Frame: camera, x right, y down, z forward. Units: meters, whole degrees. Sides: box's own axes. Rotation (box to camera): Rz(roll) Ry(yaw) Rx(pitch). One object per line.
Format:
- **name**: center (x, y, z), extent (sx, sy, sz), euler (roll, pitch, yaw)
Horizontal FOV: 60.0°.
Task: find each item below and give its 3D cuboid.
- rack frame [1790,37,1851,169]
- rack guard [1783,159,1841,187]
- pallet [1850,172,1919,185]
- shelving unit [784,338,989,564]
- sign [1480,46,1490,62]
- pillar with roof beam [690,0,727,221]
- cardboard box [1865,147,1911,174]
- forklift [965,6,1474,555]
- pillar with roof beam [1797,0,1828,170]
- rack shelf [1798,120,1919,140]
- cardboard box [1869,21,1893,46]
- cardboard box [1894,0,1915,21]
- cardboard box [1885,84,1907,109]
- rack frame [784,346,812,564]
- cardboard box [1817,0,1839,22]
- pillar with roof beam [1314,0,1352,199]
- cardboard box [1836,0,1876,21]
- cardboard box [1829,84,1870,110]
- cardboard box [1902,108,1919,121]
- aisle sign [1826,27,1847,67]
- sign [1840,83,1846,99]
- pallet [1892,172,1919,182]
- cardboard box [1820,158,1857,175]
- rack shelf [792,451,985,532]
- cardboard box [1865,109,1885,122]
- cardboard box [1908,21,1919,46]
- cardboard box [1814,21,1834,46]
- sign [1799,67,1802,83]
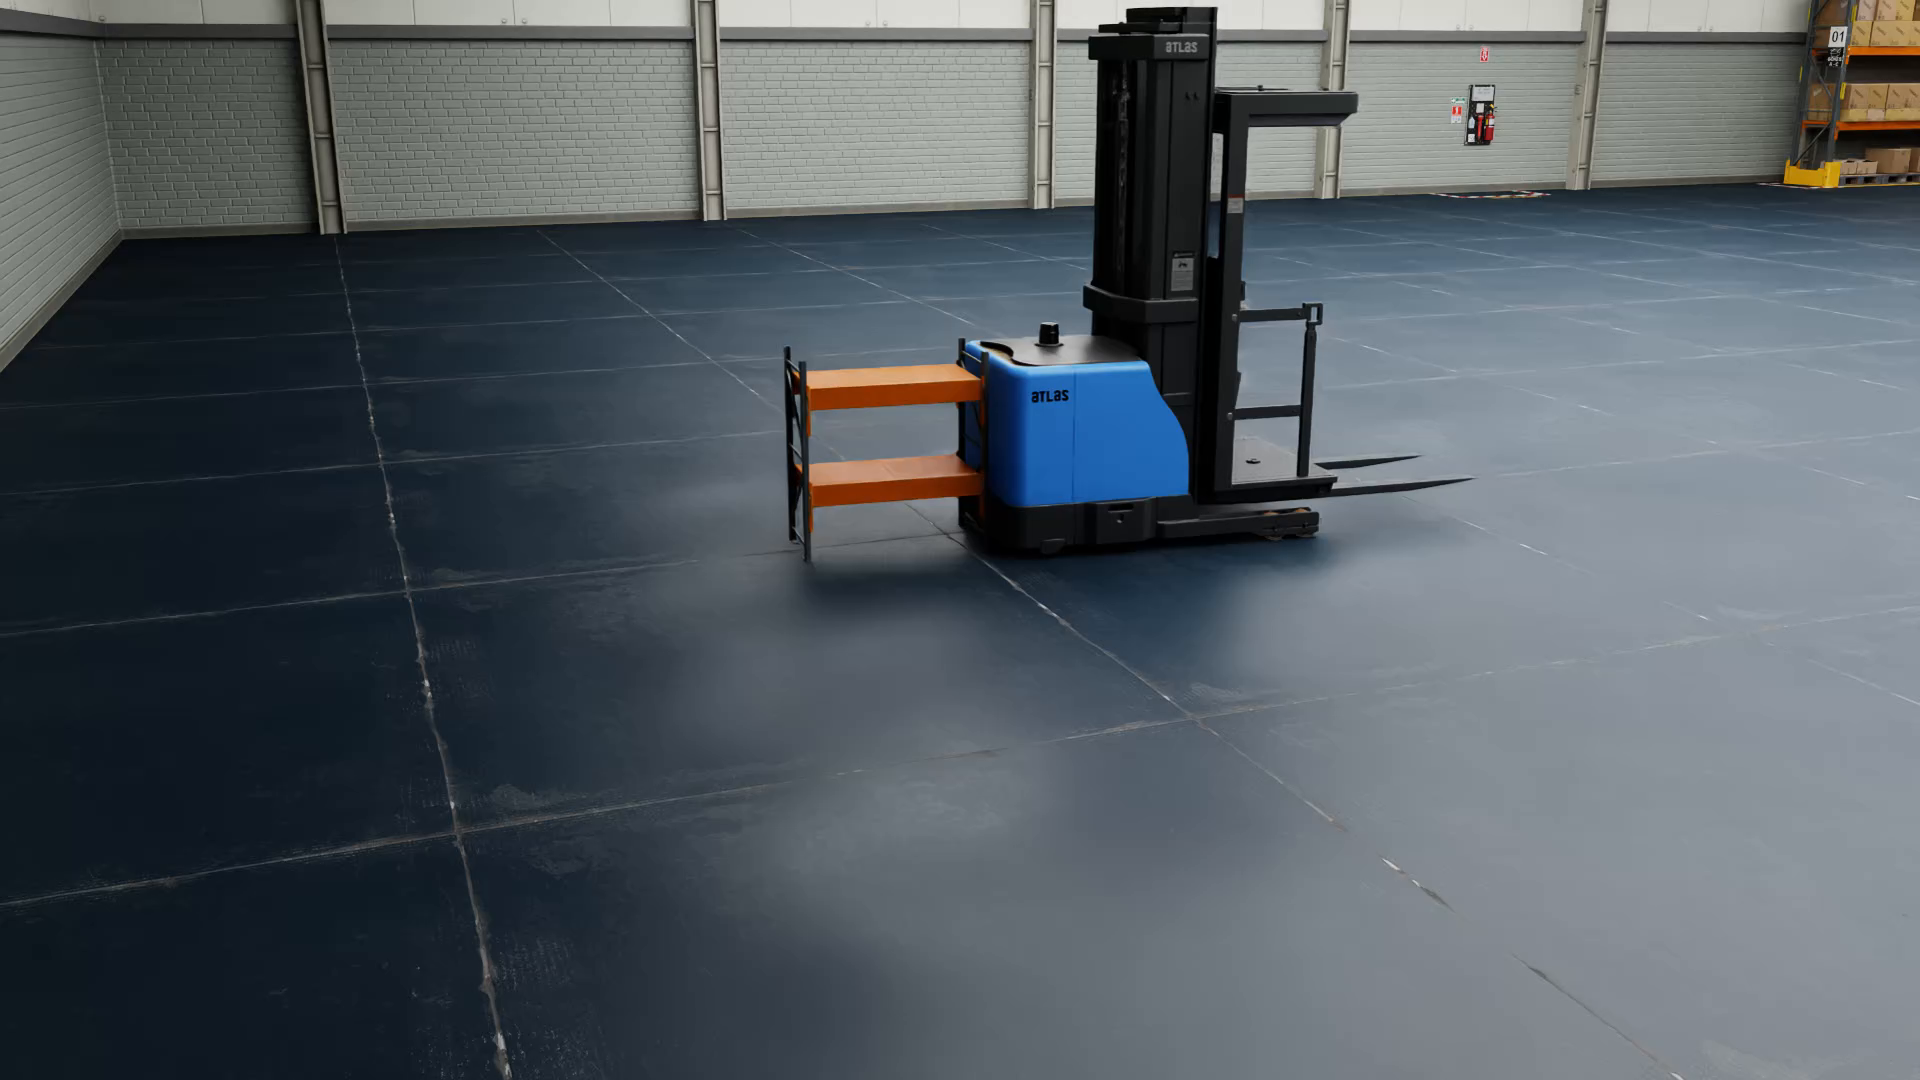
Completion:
- **rack frame**: center (17.923, -8.946, 34.738), extent (0.127, 3.000, 1.000), euler (-6, 17, -20)
- **rack guard**: center (17.993, -7.754, 35.116), extent (0.348, 0.500, 1.175), euler (-6, 17, -20)
- **pallet**: center (19.902, -7.810, 35.819), extent (1.213, 0.211, 1.003), euler (-6, 17, -20)
- **shelving unit**: center (-0.414, -0.518, 9.366), extent (1.048, 1.125, 0.538), euler (-5, 17, -16)
- **sign**: center (10.299, -9.537, 32.639), extent (0.199, 0.298, 0.001), euler (-6, 17, -20)
- **pillar with roof beam**: center (-2.604, -8.570, 22.811), extent (0.400, 9.000, 9.100), euler (-6, 17, -20)
- **cardboard box**: center (19.836, -8.122, 35.587), extent (0.500, 0.500, 0.700), euler (-7, 18, -24)
- **forklift**: center (1.577, -1.540, 9.641), extent (3.031, 2.935, 1.130), euler (-5, 17, -16)
- **pillar with roof beam**: center (19.807, -10.990, 31.051), extent (0.400, 9.000, 9.100), euler (-6, 17, -20)
- **rack shelf**: center (19.790, -8.802, 35.526), extent (4.000, 0.370, 1.077), euler (-6, 17, -20)
- **cardboard box**: center (18.838, -10.455, 34.341), extent (0.500, 0.500, 0.500), euler (-5, 17, -16)
- **cardboard box**: center (19.330, -10.989, 34.385), extent (0.500, 0.500, 0.500), euler (-6, 17, -19)
- **cardboard box**: center (19.426, -9.310, 34.877), extent (0.500, 0.500, 0.500), euler (-7, 18, -22)
- **rack frame**: center (-0.902, -0.478, 9.230), extent (0.032, 1.125, 0.500), euler (-5, 17, -16)
- **cardboard box**: center (18.232, -11.035, 34.539), extent (0.500, 0.500, 0.500), euler (-5, 17, -18)
- **pillar with roof beam**: center (8.602, -9.780, 26.931), extent (0.400, 9.000, 9.100), euler (-6, 17, -20)
- **cardboard box**: center (18.369, -10.897, 34.072), extent (0.500, 0.500, 0.500), euler (-8, 18, -24)
- **cardboard box**: center (18.476, -9.212, 34.545), extent (0.500, 0.500, 0.500), euler (-6, 17, -20)
- **cardboard box**: center (19.922, -9.005, 35.171), extent (0.500, 0.250, 0.500), euler (-6, 17, -20)
- **aisle sign**: center (17.963, -10.107, 34.078), extent (0.004, 0.787, 0.394), euler (-6, 17, -20)
- **sign**: center (18.117, -9.218, 34.129), extent (0.005, 0.325, 0.100), euler (-6, 17, -20)
- **pallet**: center (21.043, -7.934, 36.241), extent (1.213, 0.211, 1.003), euler (-6, 17, -20)
- **cardboard box**: center (18.601, -7.913, 35.211), extent (0.500, 0.311, 0.500), euler (-8, 18, -26)
- **rack shelf**: center (-0.414, -0.283, 9.435), extent (1.000, 0.278, 0.538), euler (-5, 17, -16)
- **cardboard box**: center (18.972, -8.905, 34.830), extent (0.500, 0.250, 0.500), euler (-7, 18, -22)
- **cardboard box**: center (19.815, -10.568, 34.726), extent (0.500, 0.500, 0.500), euler (-5, 17, -17)
- **cardboard box**: center (18.222, -10.551, 34.668), extent (0.500, 0.500, 0.500), euler (-5, 17, -16)
- **sign**: center (17.743, -9.801, 35.034), extent (0.005, 0.325, 0.100), euler (-6, 17, -20)
